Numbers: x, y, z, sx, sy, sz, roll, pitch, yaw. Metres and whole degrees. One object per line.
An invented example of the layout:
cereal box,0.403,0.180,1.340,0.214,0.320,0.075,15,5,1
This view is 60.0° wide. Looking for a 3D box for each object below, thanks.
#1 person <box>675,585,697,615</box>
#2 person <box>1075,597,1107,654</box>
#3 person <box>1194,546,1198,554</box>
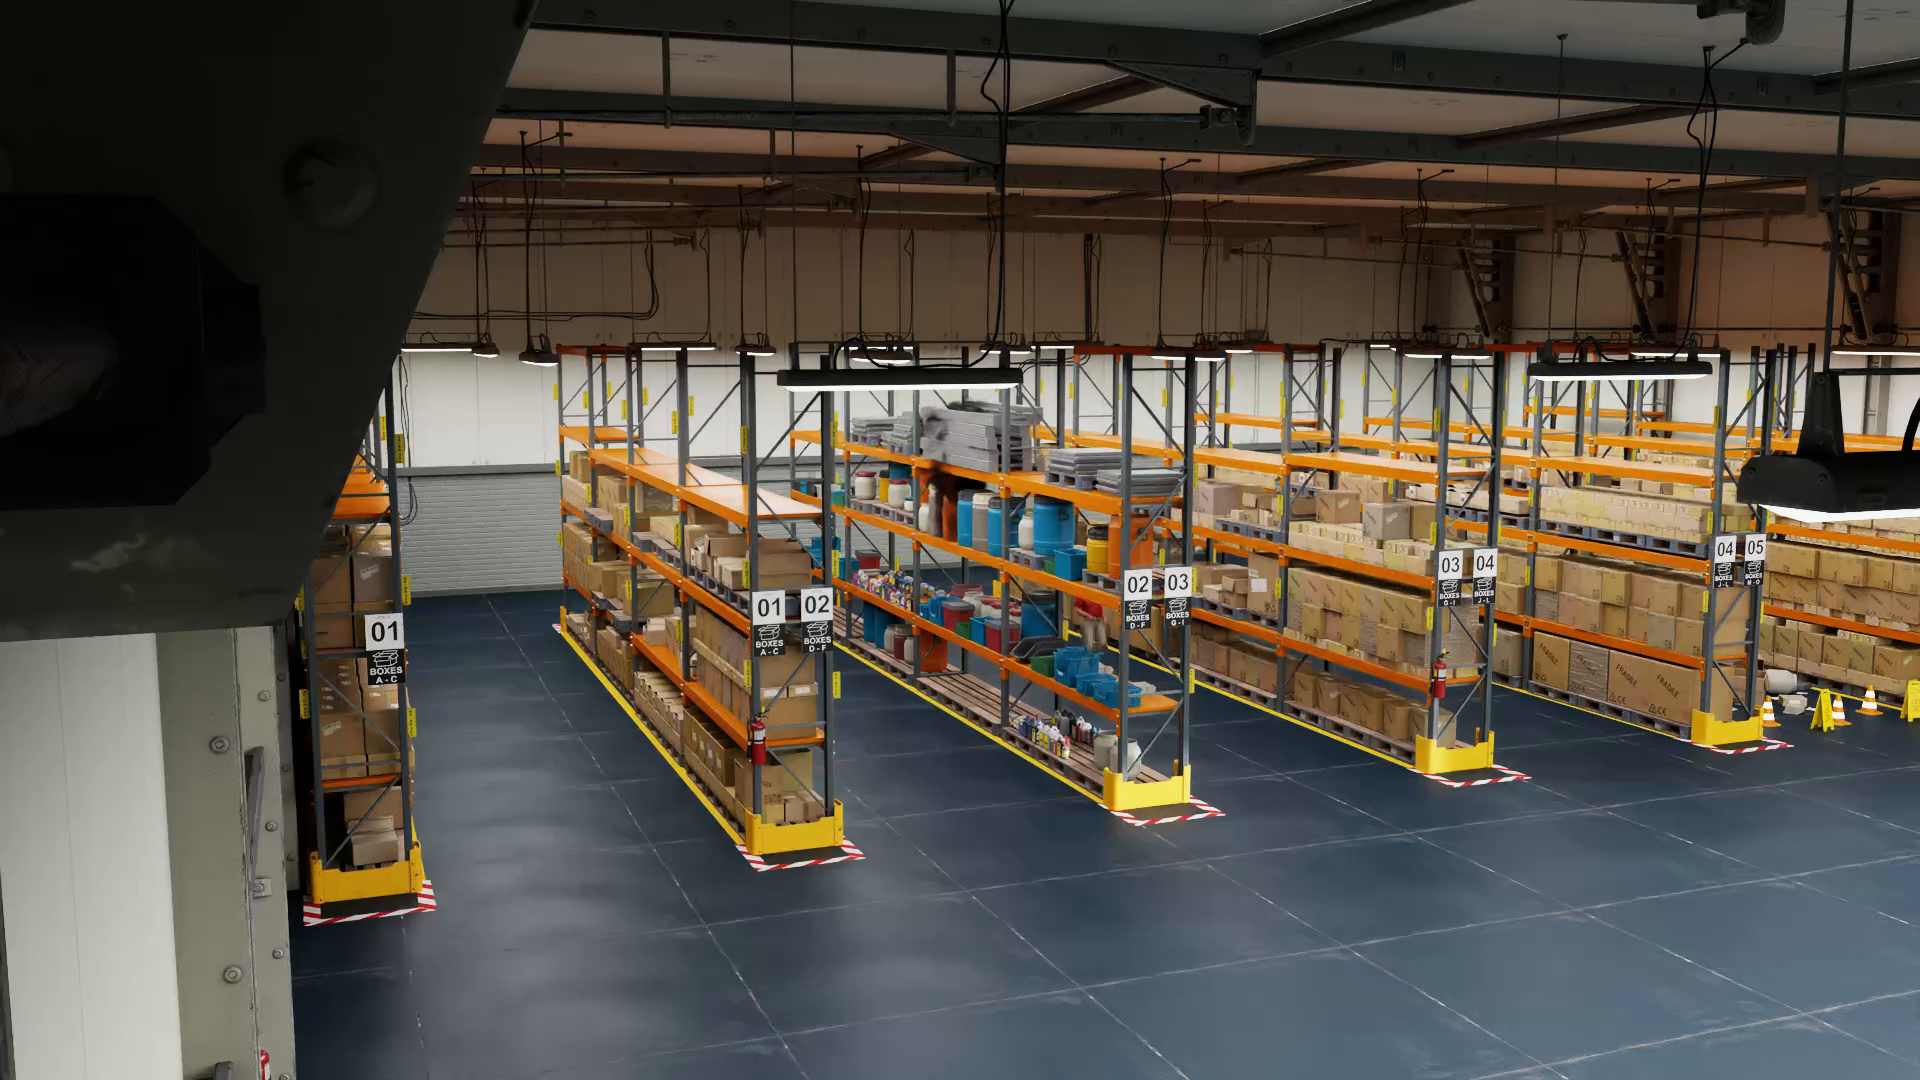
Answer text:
person,-5.863,0.999,35.112,0.733,1.764,1.001,-5,9,-32
person,2.353,1.507,29.271,0.638,1.743,0.559,-4,8,-27
person,5.769,0.197,41.732,0.532,1.675,0.751,2,7,14
